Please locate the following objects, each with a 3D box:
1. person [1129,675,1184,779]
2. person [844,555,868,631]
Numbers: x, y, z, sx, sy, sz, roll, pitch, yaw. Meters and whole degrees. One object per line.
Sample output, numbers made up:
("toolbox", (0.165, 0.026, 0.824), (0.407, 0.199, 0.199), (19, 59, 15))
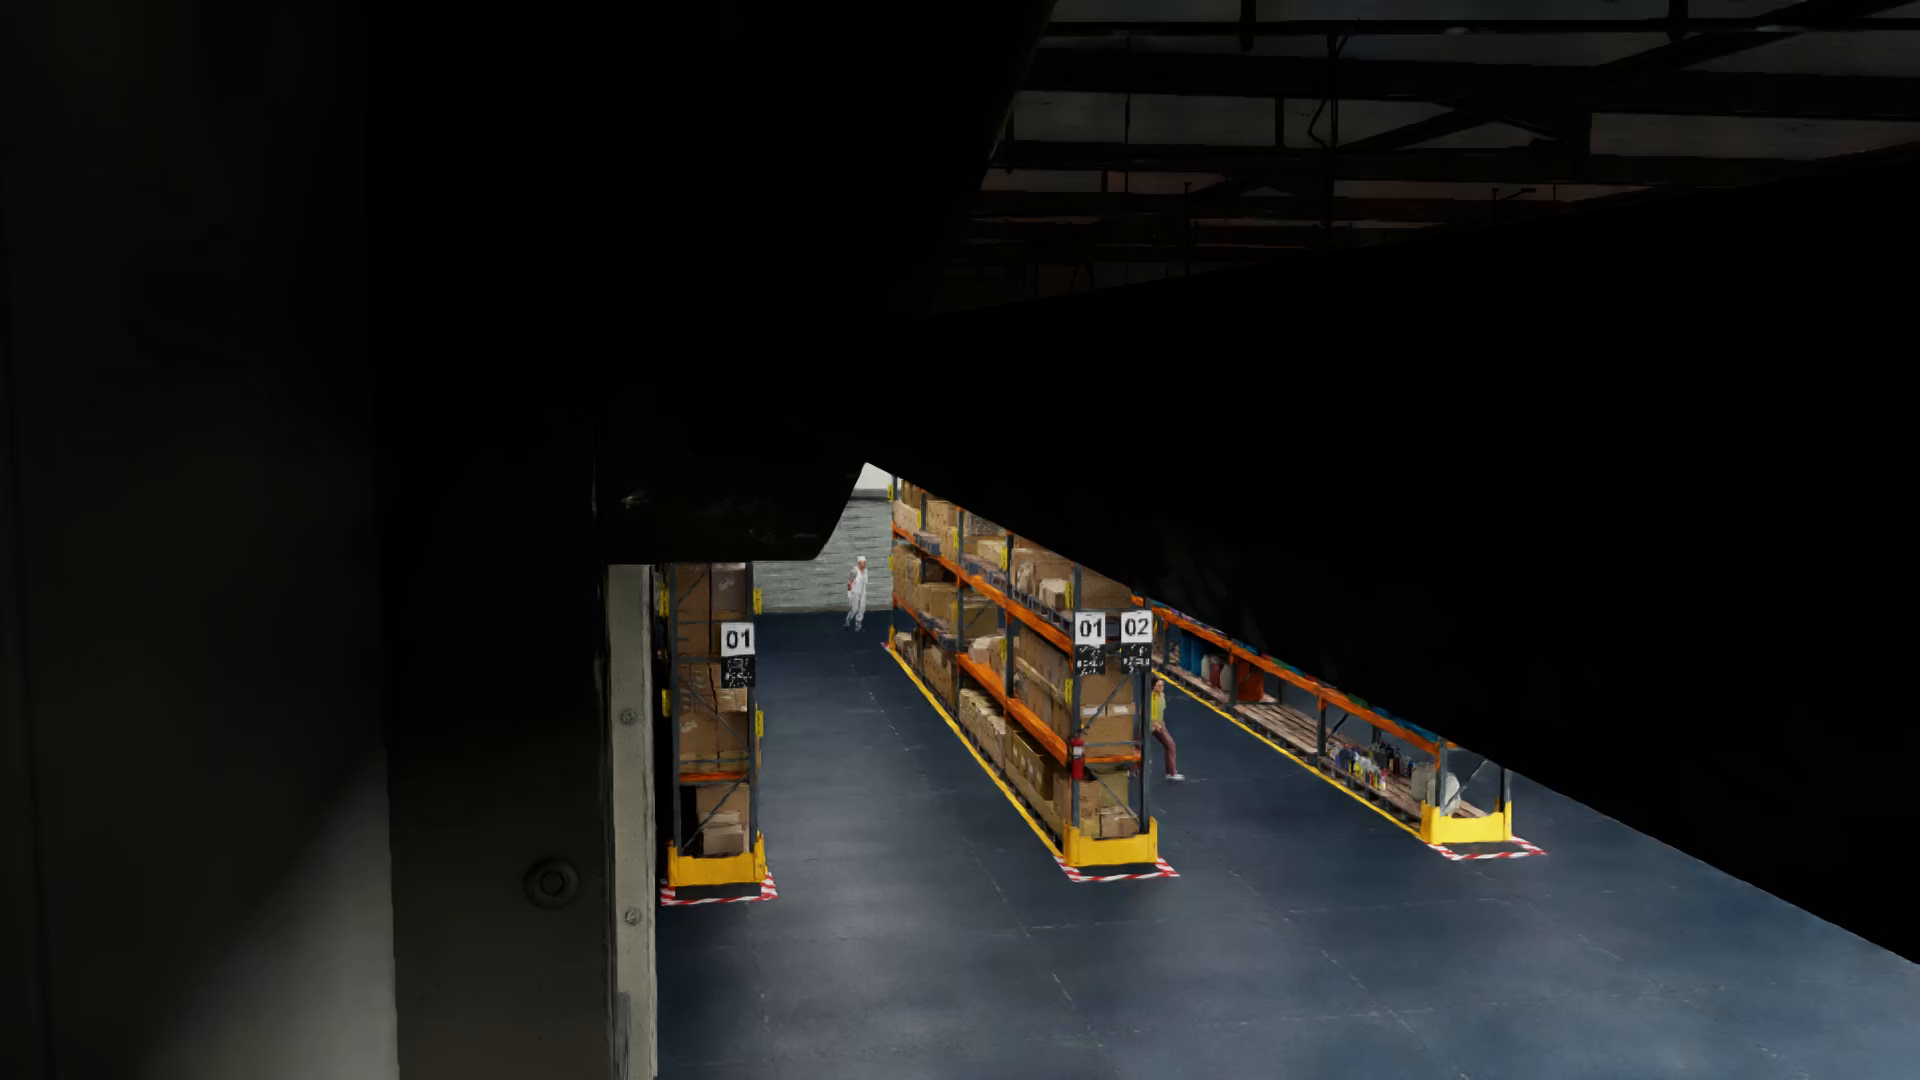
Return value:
("person", (2.915, 2.811, 25.125), (0.625, 1.607, 0.778), (-3, 7, -28))
("person", (-2.436, 1.236, 39.014), (0.574, 1.778, 0.586), (6, 9, 44))
